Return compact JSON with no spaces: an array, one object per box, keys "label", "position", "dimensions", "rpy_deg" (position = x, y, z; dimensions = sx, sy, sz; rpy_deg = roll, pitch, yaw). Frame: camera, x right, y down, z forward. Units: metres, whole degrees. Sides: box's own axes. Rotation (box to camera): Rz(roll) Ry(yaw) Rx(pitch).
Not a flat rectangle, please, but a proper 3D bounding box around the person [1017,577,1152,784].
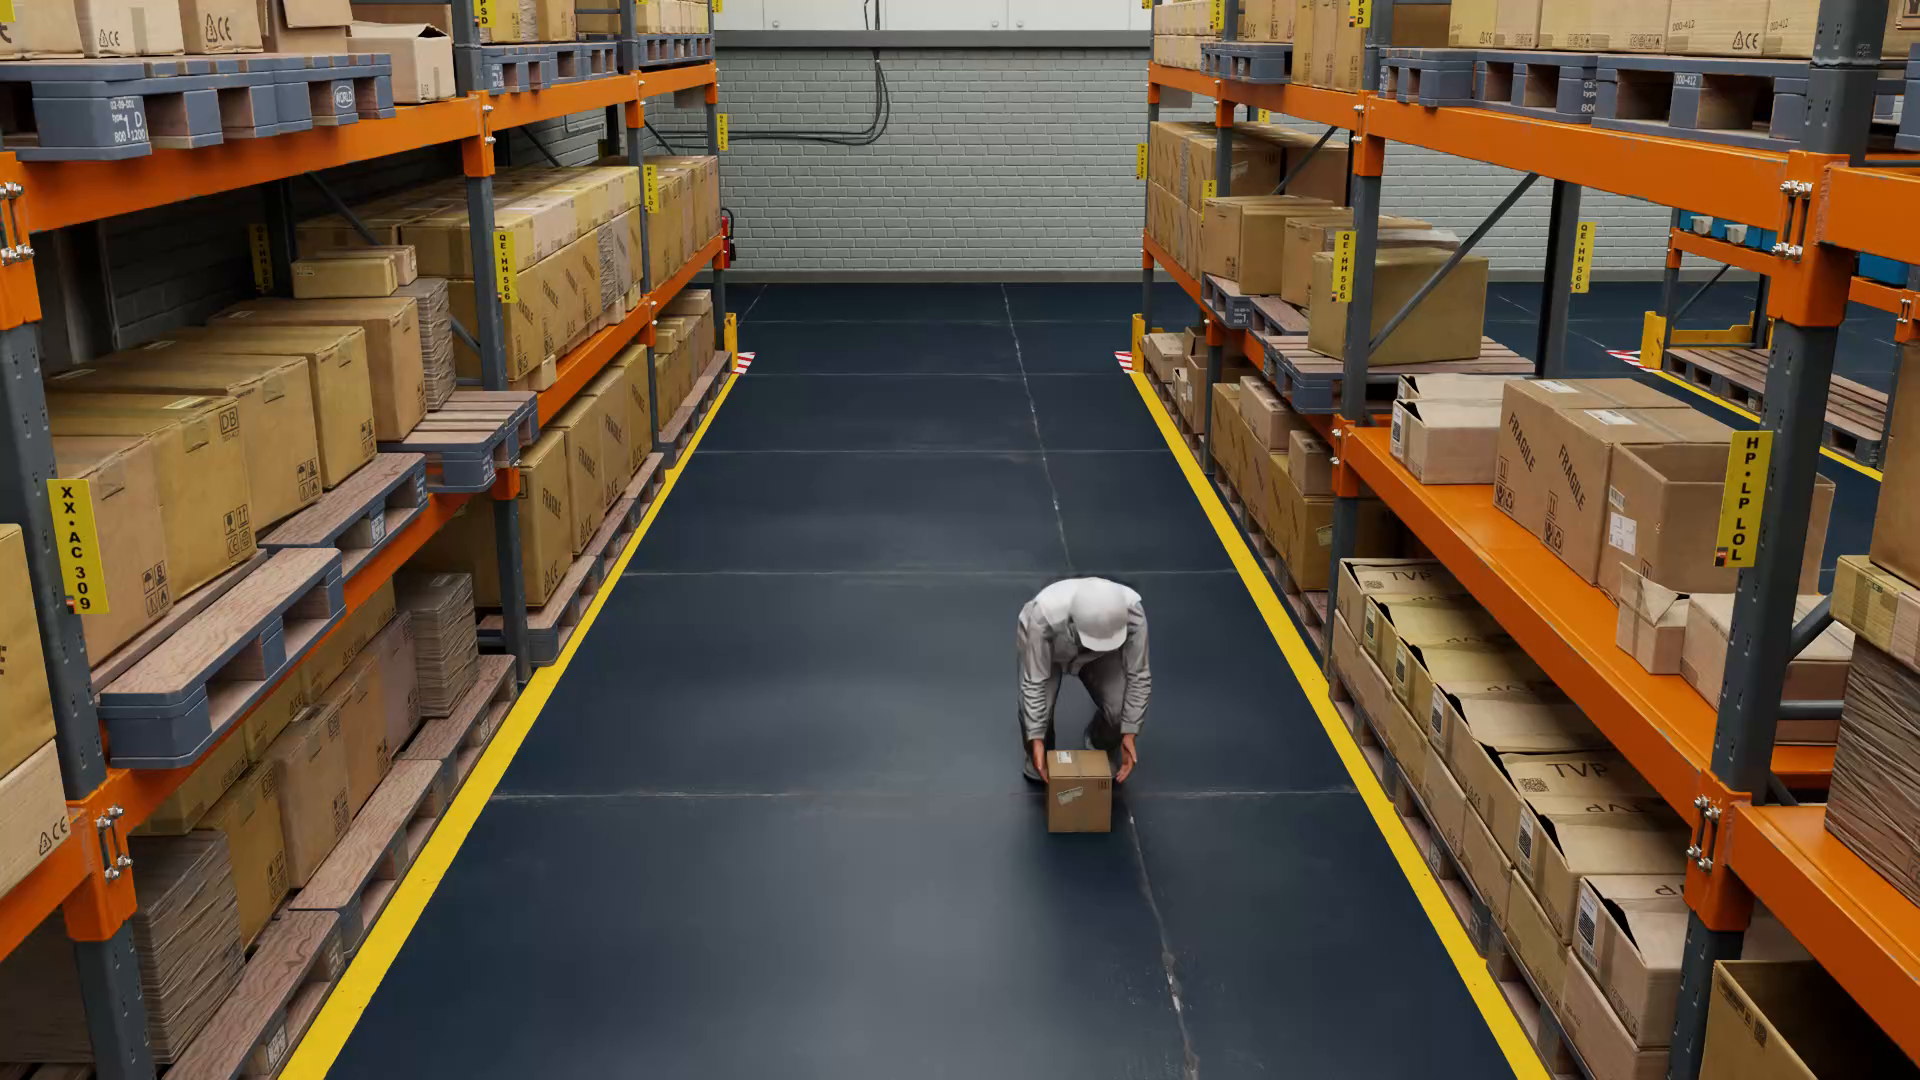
[{"label":"person","position":[0.512,0.551,6.982],"dimensions":[0.546,1.026,0.897],"rpy_deg":[0,17,-1]}]
